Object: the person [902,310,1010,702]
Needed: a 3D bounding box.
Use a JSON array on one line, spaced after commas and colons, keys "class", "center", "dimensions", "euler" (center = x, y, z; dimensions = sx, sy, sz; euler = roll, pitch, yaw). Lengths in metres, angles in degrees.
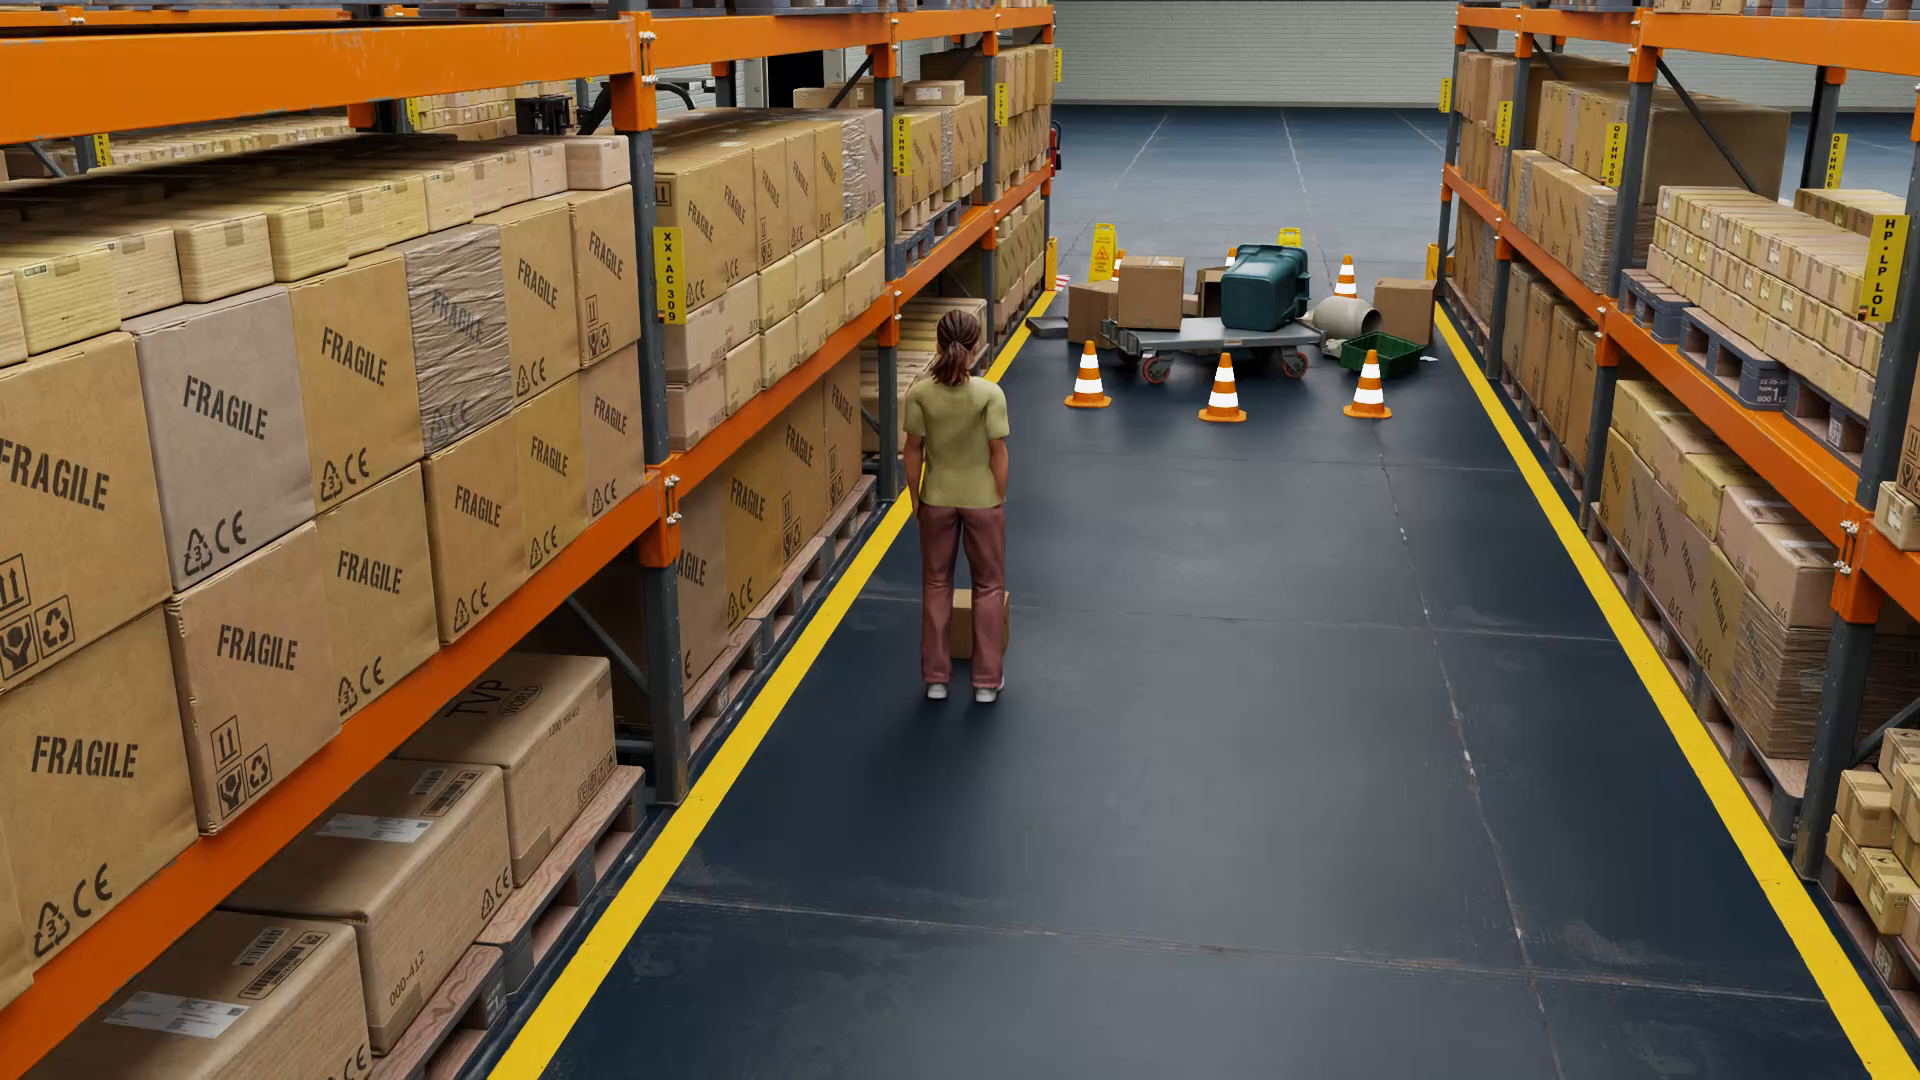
[{"class": "person", "center": [-0.011, -0.132, 6.980], "dimensions": [0.447, 1.670, 0.365], "euler": [3, 18, 10]}]
